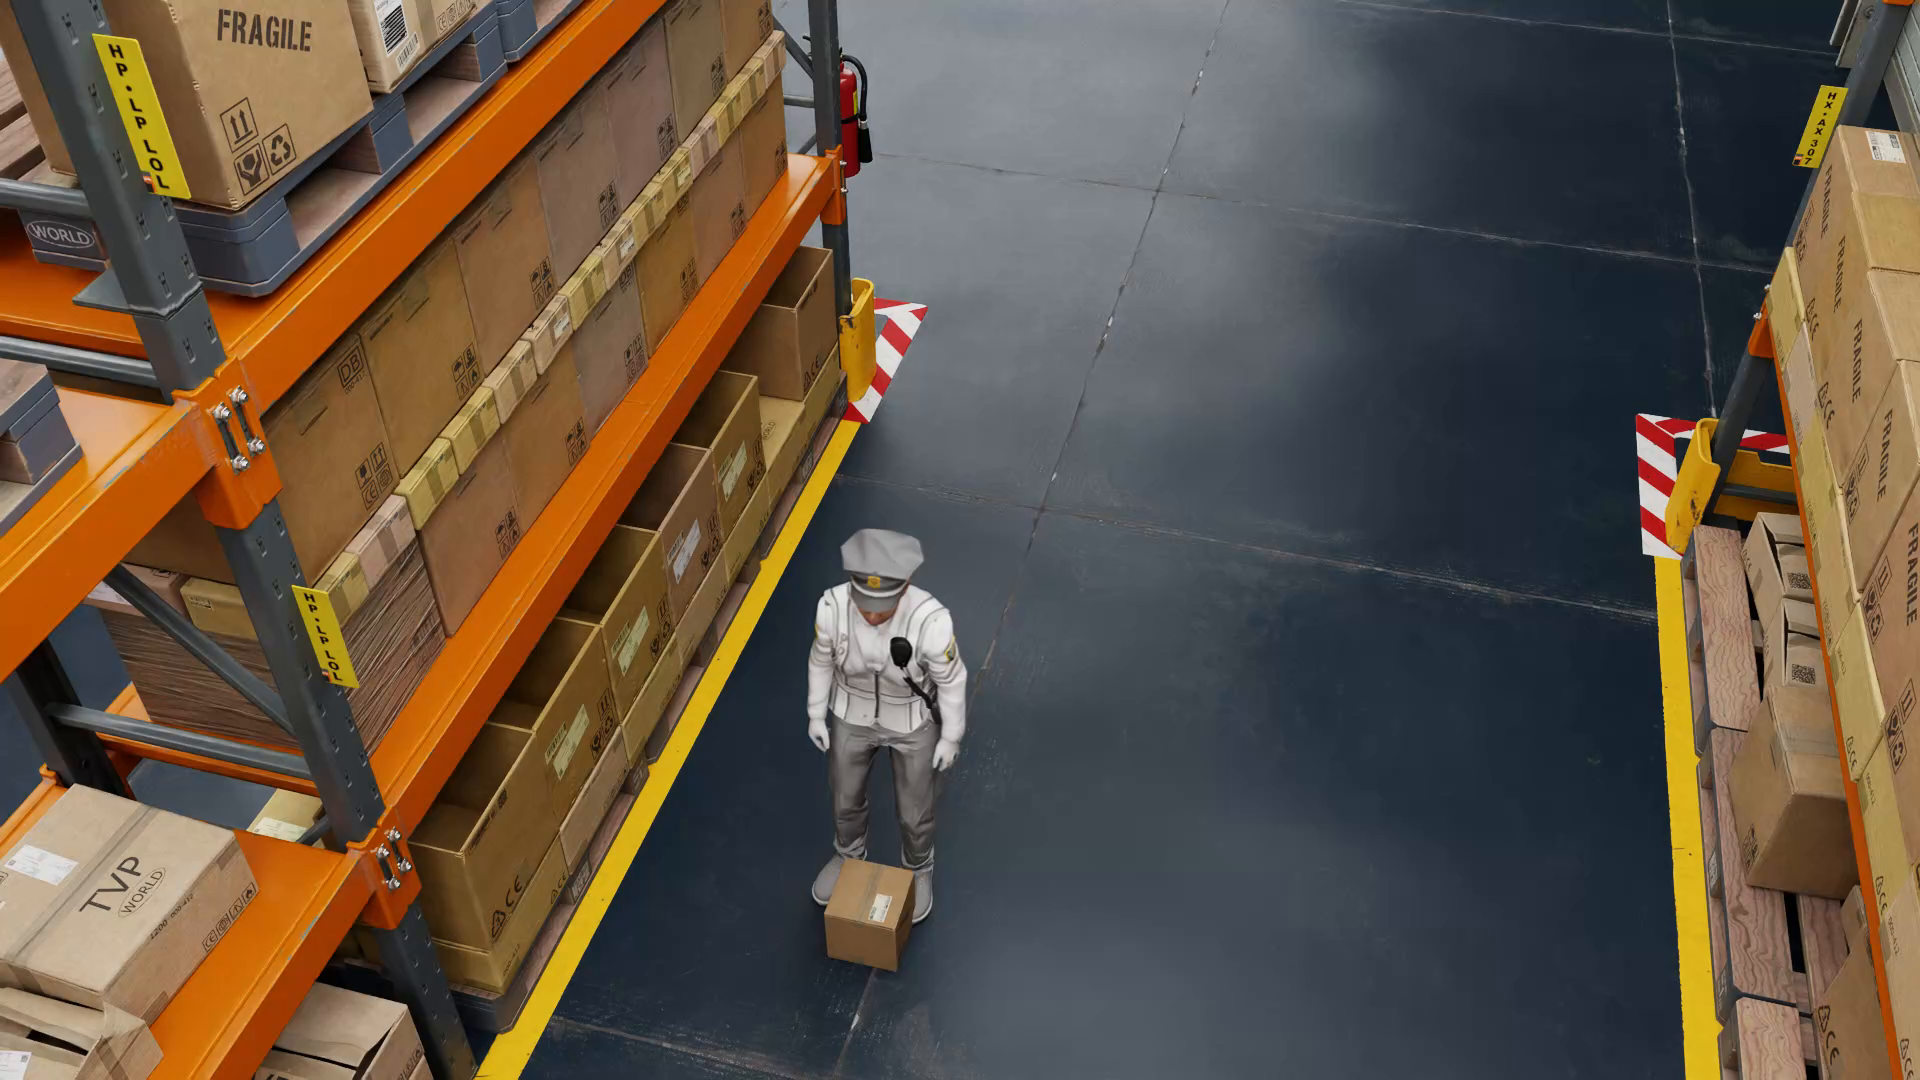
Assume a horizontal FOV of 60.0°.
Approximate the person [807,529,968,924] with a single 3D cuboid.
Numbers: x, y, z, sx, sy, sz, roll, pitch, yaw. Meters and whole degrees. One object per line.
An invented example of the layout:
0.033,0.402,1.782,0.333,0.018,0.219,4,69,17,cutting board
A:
-0.247,0.609,5.463,0.534,1.662,0.374,8,42,9,person
